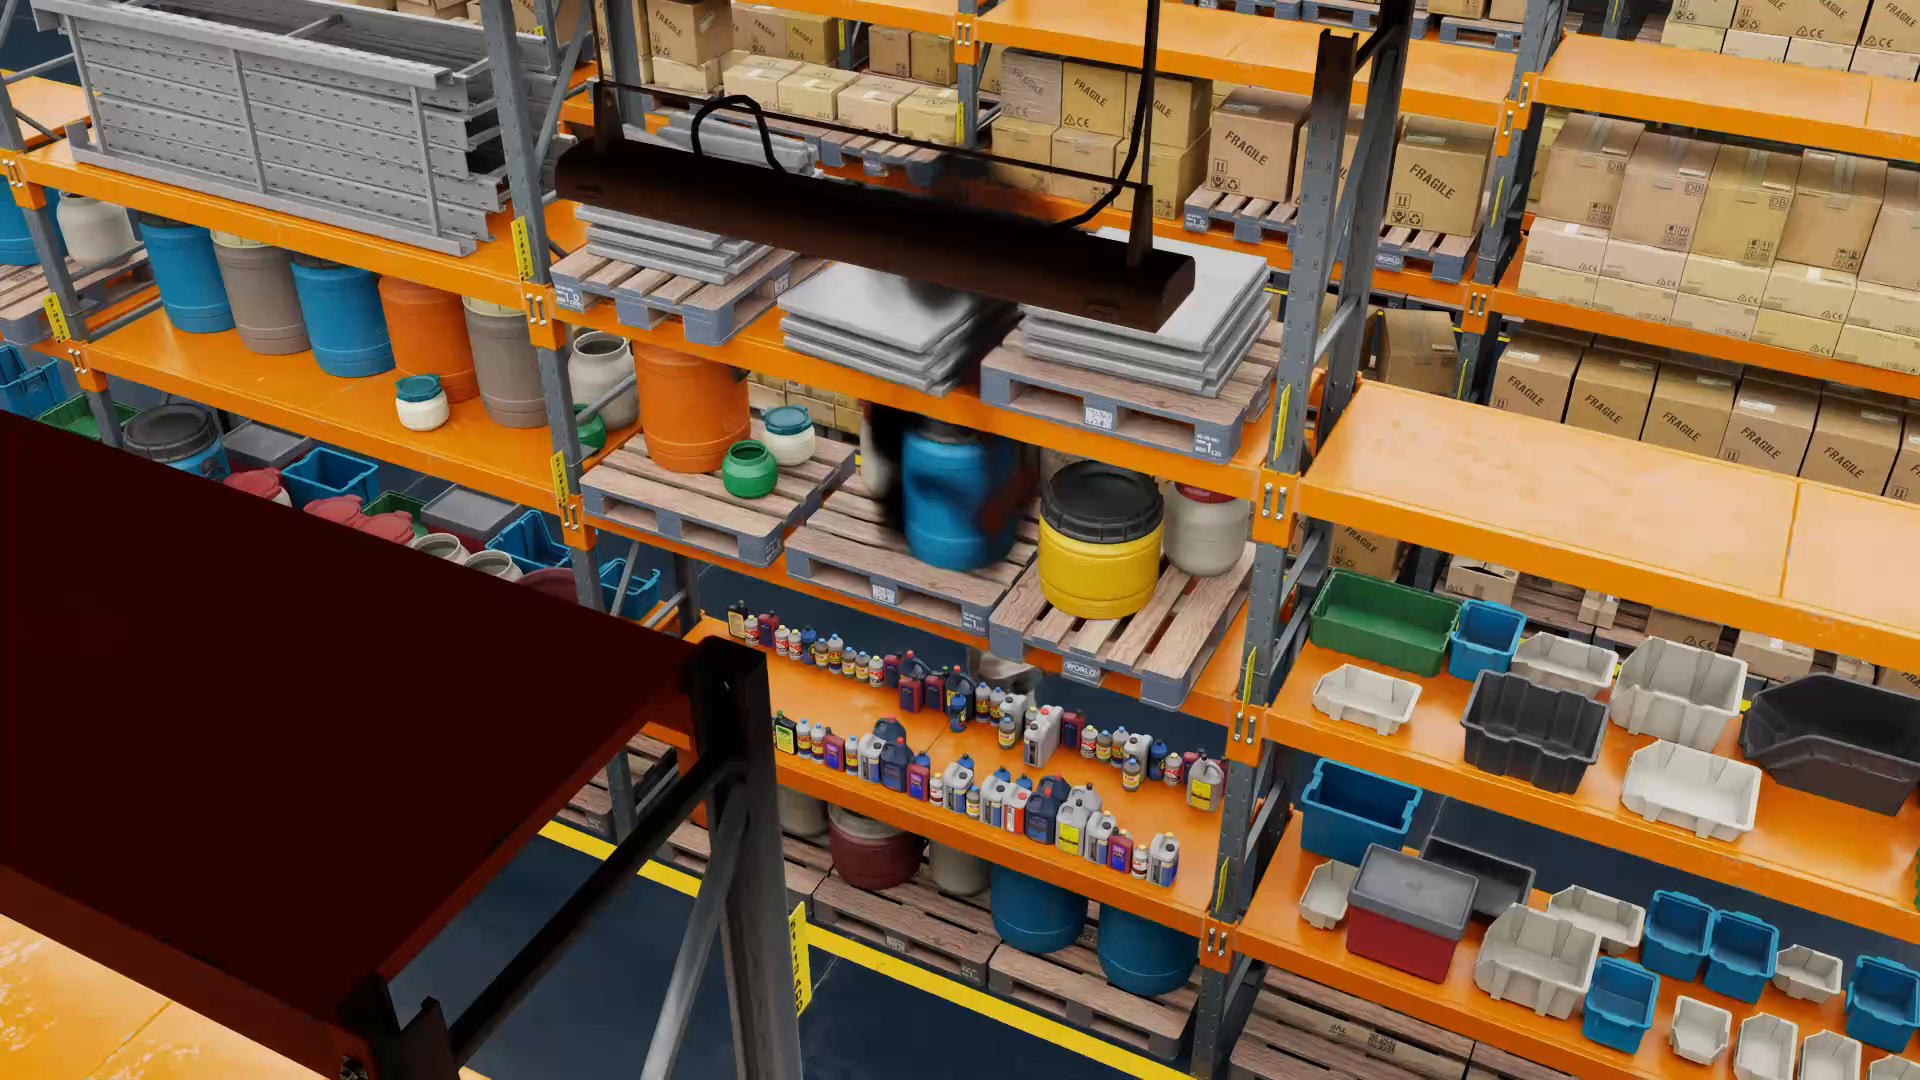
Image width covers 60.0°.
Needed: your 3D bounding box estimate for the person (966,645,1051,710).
[{"bbox_3d":[0.333,0.842,11.125,0.610,1.768,0.451,-17,39,-23],"label":"person"}]
